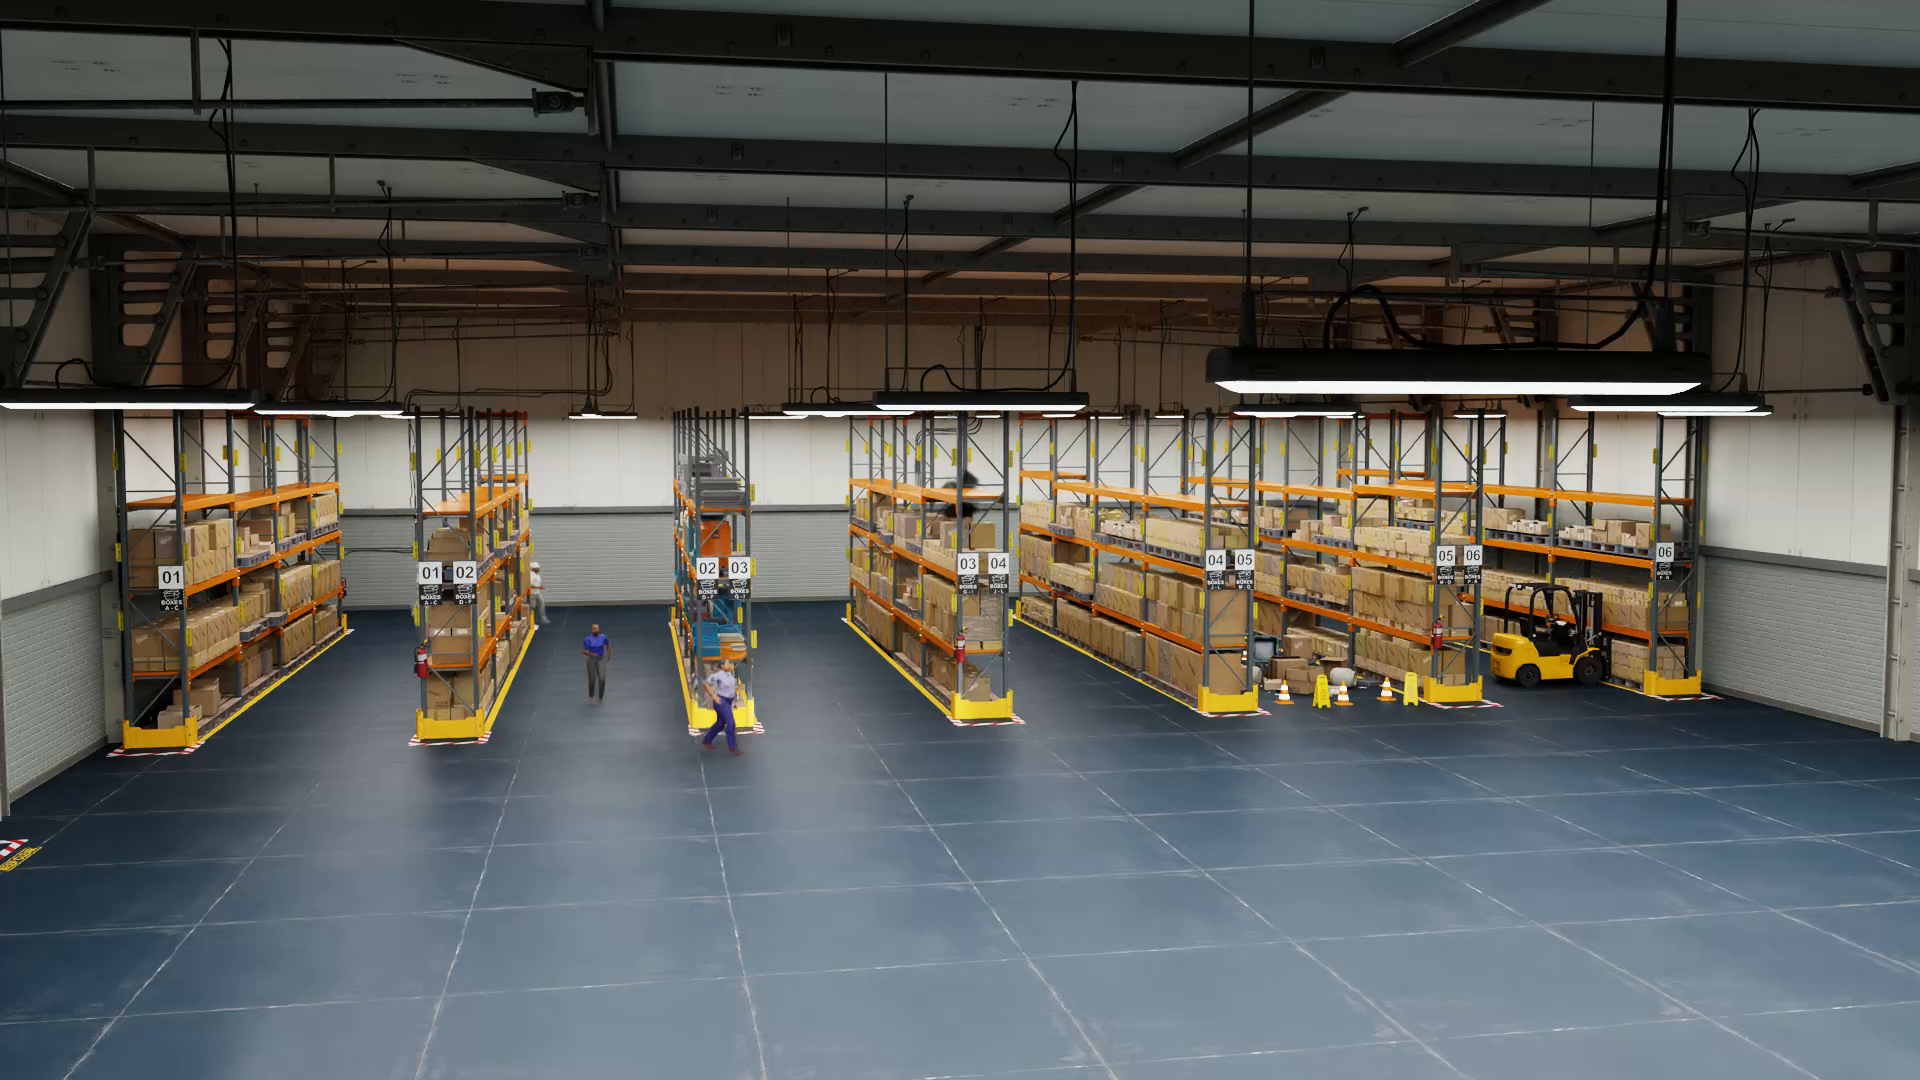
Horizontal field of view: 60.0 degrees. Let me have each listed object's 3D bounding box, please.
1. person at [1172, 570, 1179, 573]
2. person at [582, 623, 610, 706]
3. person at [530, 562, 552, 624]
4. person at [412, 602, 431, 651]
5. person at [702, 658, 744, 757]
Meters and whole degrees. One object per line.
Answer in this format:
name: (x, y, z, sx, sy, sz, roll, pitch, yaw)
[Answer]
person: (6.664, 1.351, 50.819, 0.542, 1.580, 0.557, 0, 4, 3)
person: (-7.342, 2.528, 33.630, 0.590, 1.709, 0.717, -2, 4, -22)
person: (-12.040, 1.504, 46.928, 0.867, 1.766, 0.736, 0, 4, 7)
person: (-12.950, 2.057, 40.177, 0.593, 1.639, 0.840, -1, 4, -12)
person: (-4.091, 2.870, 28.622, 0.815, 1.705, 0.593, 1, 4, 13)
